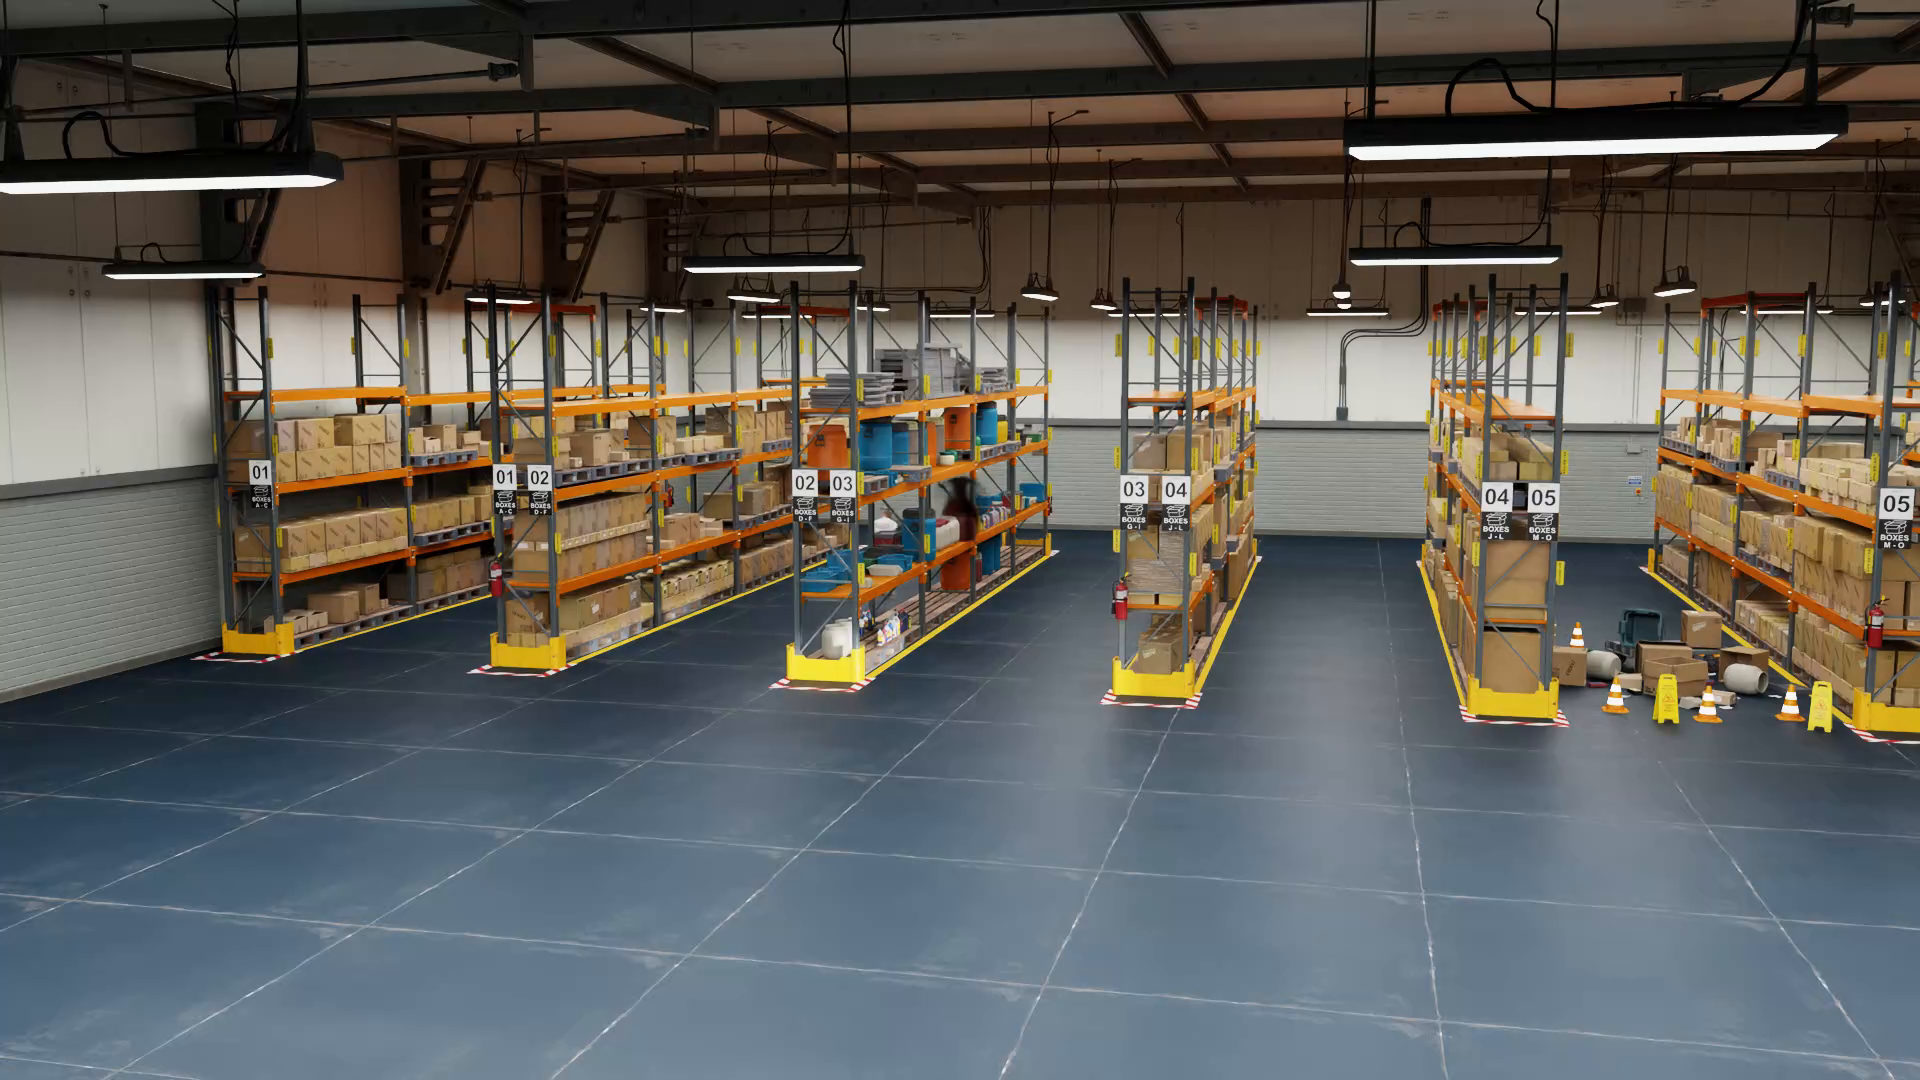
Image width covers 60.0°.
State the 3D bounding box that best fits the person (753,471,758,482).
[{"bbox_3d":[-5.326,-0.961,44.142,0.462,1.758,0.583,2,7,20],"label":"person"}]

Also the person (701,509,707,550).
[{"bbox_3d":[-5.771,-0.175,38.302,0.399,1.557,0.823,1,7,12],"label":"person"}]

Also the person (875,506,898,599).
[{"bbox_3d":[-1.459,0.234,31.545,0.536,1.759,0.568,-1,7,-5],"label":"person"}]

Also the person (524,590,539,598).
[{"bbox_3d":[-8.477,0.306,33.170,0.542,1.759,0.539,-5,8,-38],"label":"person"}]
